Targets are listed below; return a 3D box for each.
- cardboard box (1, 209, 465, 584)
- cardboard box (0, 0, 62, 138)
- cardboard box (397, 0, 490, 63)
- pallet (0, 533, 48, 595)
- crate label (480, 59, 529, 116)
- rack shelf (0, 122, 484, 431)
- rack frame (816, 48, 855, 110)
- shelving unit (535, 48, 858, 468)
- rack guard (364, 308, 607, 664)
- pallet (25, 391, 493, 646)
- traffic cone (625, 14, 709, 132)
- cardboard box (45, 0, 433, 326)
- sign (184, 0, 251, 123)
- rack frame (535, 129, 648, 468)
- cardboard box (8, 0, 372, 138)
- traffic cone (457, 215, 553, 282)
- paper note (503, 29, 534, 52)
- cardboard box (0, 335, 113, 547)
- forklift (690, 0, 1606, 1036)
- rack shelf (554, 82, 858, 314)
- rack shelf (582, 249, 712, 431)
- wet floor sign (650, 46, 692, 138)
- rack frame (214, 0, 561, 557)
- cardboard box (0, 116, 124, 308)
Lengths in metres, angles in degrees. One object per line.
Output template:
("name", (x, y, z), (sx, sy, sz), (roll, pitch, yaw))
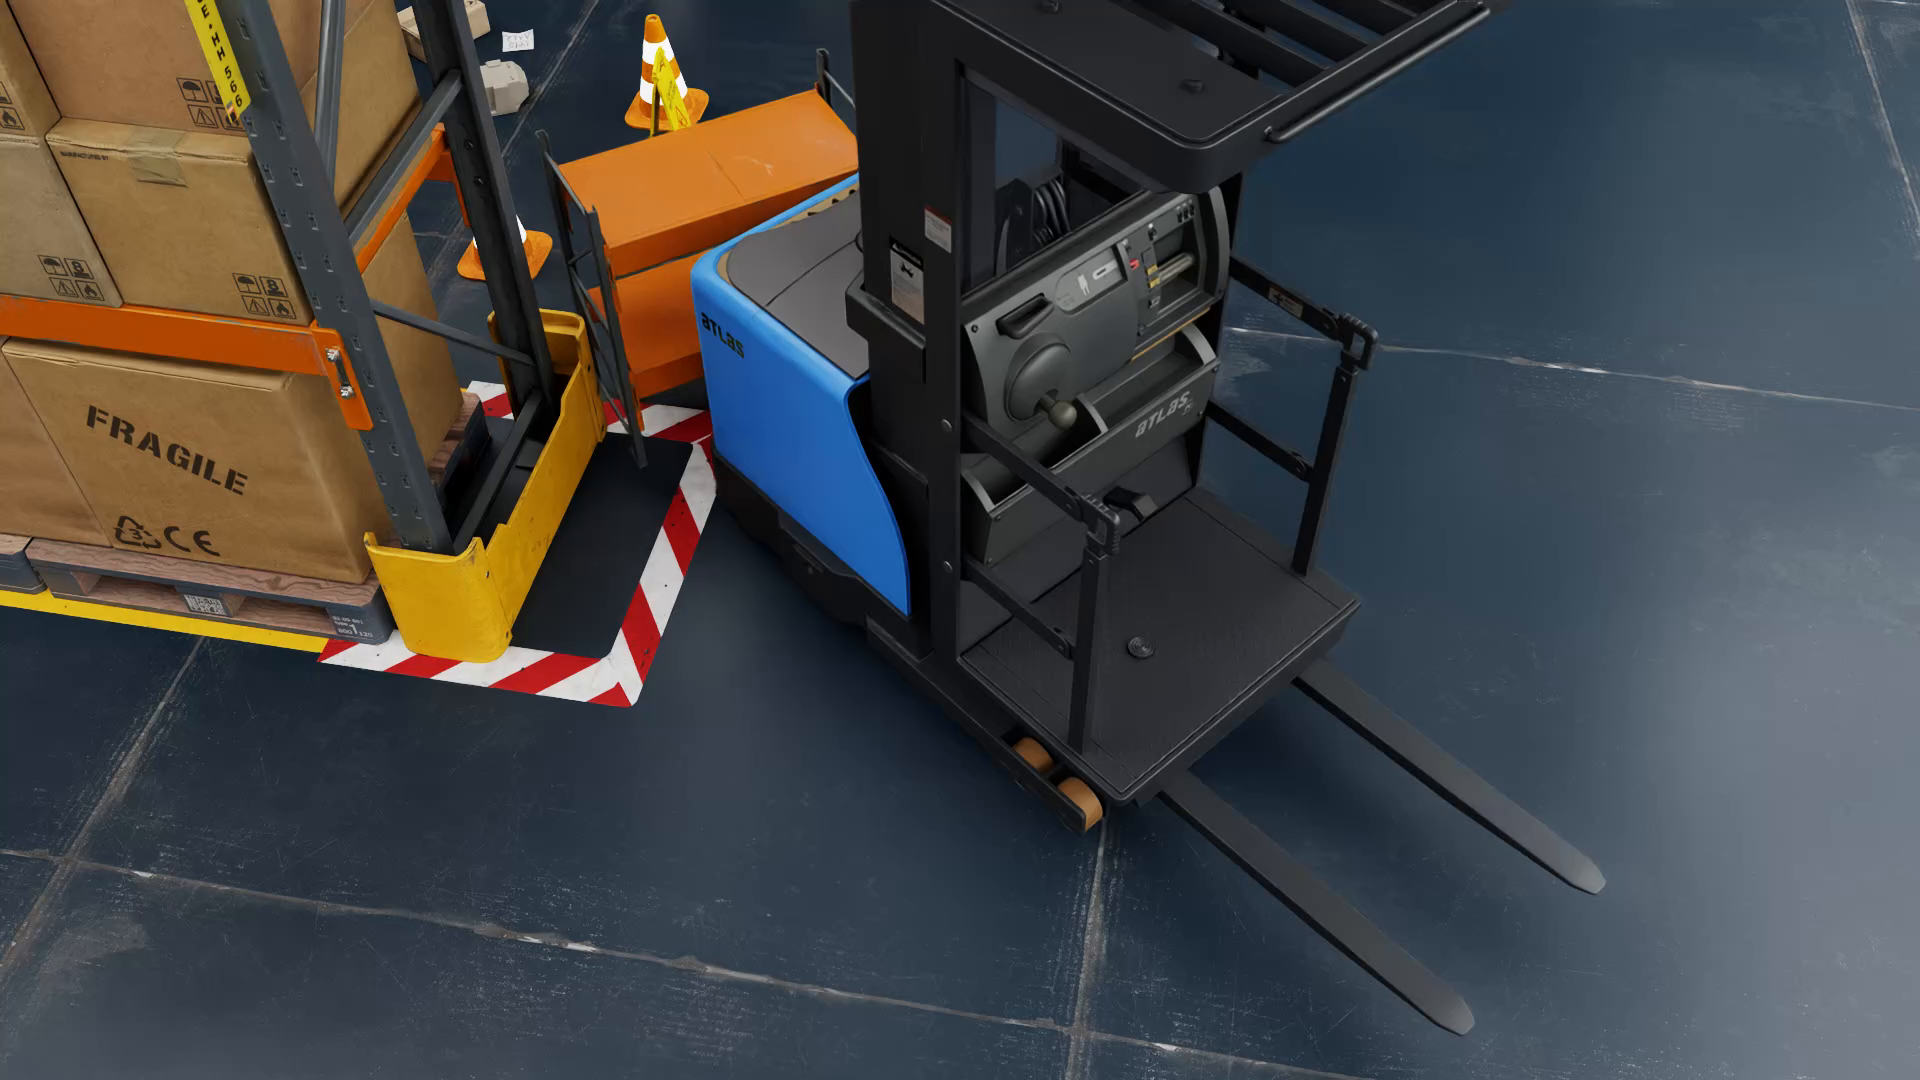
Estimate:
("cardboard box", (-2.263, -0.520, 5.347), (0.875, 0.875, 0.875), (8, 49, 7))
("cardboard box", (-2.500, -1.542, 4.292), (0.550, 0.550, 0.875), (8, 49, 7))
("cardboard box", (-2.451, -2.427, 7.831), (0.250, 0.149, 0.380), (32, 56, 26))
("pallet", (-3.582, -0.328, 5.903), (1.213, 0.211, 1.003), (8, 49, 7))
("crate label", (-2.103, -2.042, 7.493), (0.298, 0.136, 0.250), (-15, 50, -13))
("rack shelf", (-3.552, -1.073, 5.181), (4.000, 0.370, 1.077), (8, 49, 7))
("rack frame", (-0.367, -1.166, 6.041), (0.032, 1.125, 0.500), (-22, 52, -19))
("shelving unit", (-0.812, -0.983, 5.877), (1.048, 1.125, 0.538), (-22, 52, -19))
("rack guard", (-1.560, -0.210, 5.602), (0.348, 0.500, 1.175), (8, 49, 7))
("pallet", (-2.385, -0.165, 5.756), (1.213, 0.211, 1.003), (8, 49, 7))
("traffic cone", (-1.318, -2.092, 7.319), (0.334, 0.463, 0.336), (8, 49, 7))
("cardboard box", (-1.957, -1.115, 4.634), (0.550, 0.550, 0.875), (8, 49, 7))
("sign", (-1.694, -1.119, 3.801), (0.005, 0.325, 0.100), (8, 49, 7))
("rack frame", (-1.258, -0.801, 5.714), (0.032, 1.125, 0.500), (-22, 52, -19))
("cardboard box", (-1.942, -1.537, 4.288), (0.550, 0.550, 0.875), (8, 49, 7))
("traffic cone", (-1.854, -1.310, 6.616), (0.334, 0.463, 0.336), (8, 49, 7))
("paper note", (-2.087, -2.361, 7.851), (0.142, 0.019, 0.148), (-7, 48, -7))
("cardboard box", (-3.129, -0.635, 5.450), (0.875, 0.875, 0.875), (7, 48, 6))
("forklift", (0.521, -0.545, 4.269), (1.130, 2.935, 3.031), (-34, 57, -27))
("rack shelf", (-0.812, -1.179, 5.660), (1.000, 0.278, 0.538), (-22, 52, -19))
("rack shelf", (-0.812, -0.820, 6.059), (1.000, 0.278, 0.538), (-22, 52, -19))
("wet floor sign", (-1.203, -1.707, 6.850), (0.232, 0.644, 0.267), (0, 48, 0))
("rack frame", (-1.584, -1.048, 4.676), (0.127, 3.000, 1.000), (8, 49, 7))
("cardboard box", (-2.502, -1.171, 4.685), (0.550, 0.550, 0.875), (8, 49, 7))
